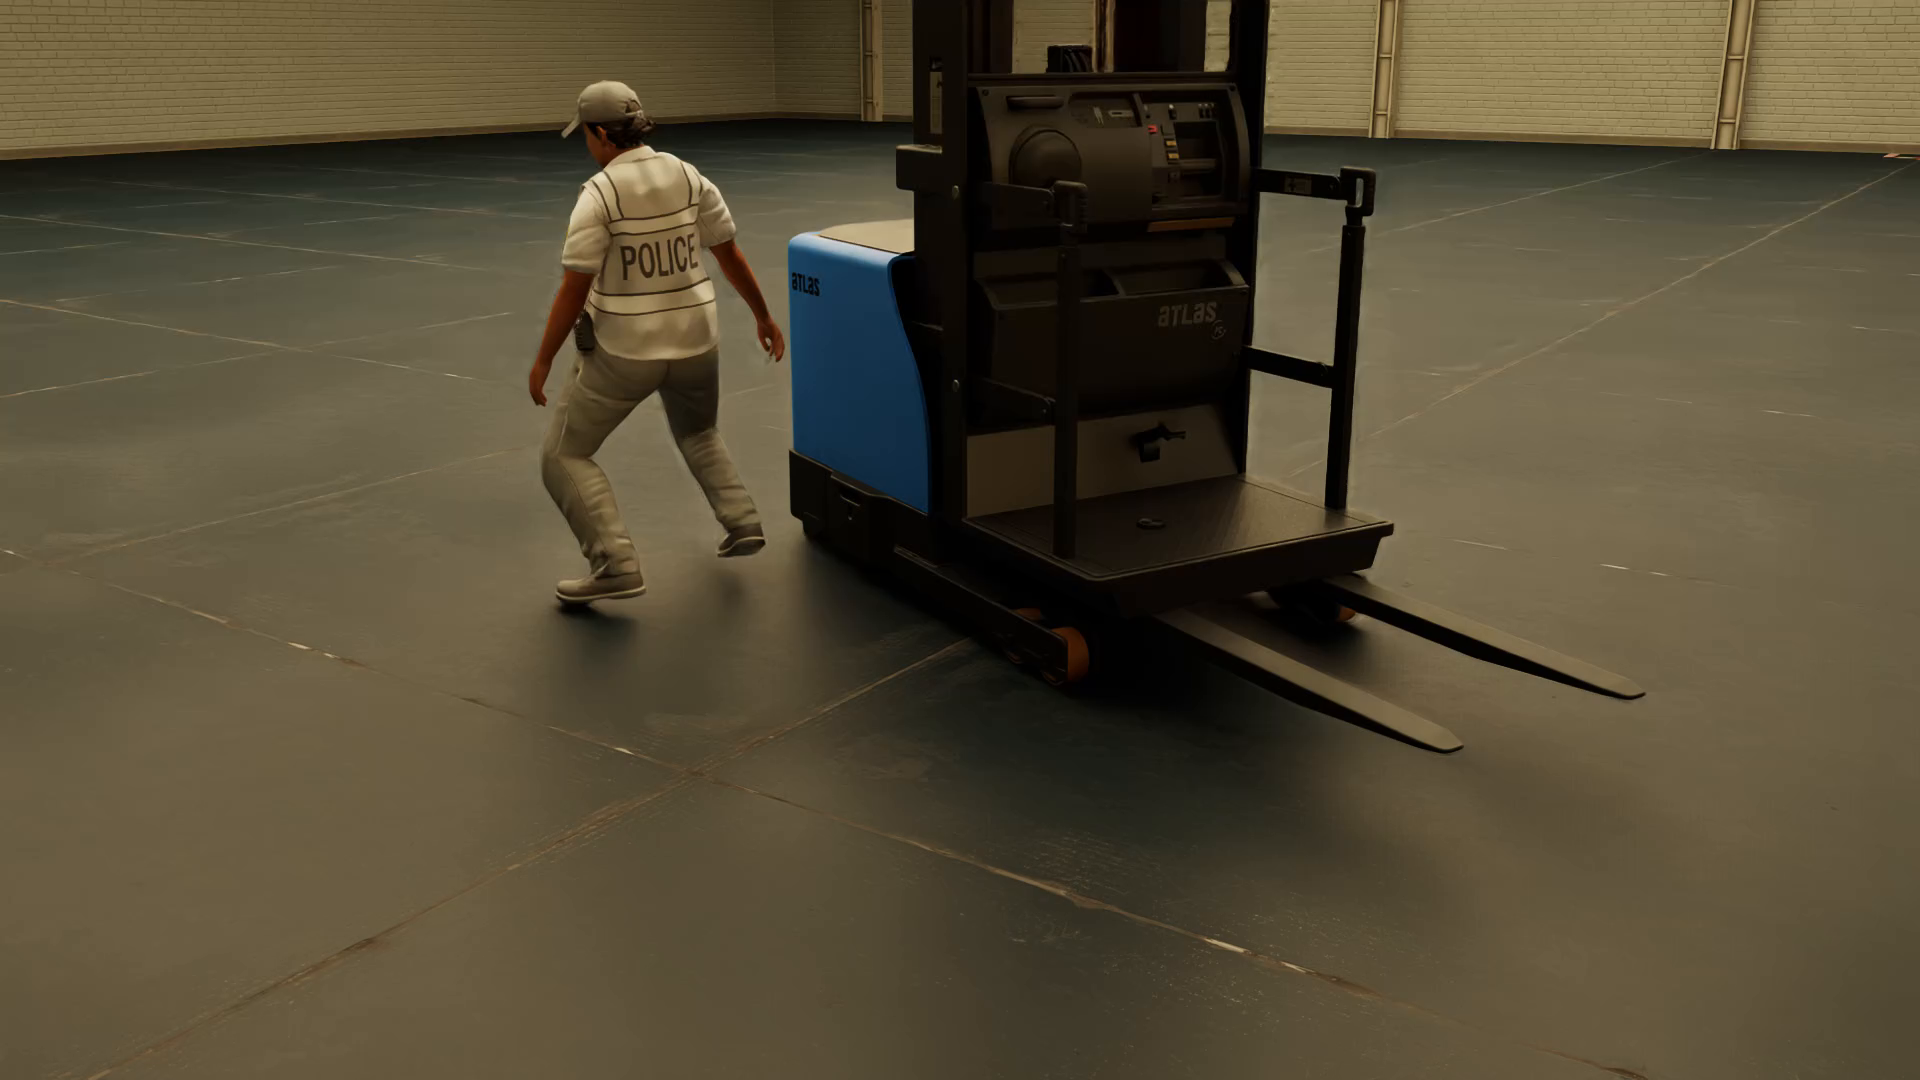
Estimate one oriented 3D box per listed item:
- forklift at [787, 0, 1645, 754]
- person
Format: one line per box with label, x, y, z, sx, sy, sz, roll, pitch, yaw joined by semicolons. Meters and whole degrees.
forklift;0.572;-1.150;4.680;1.130;2.935;3.031;-10;19;-29
person;-0.951;-0.633;5.230;0.827;1.572;0.485;-12;21;-35
